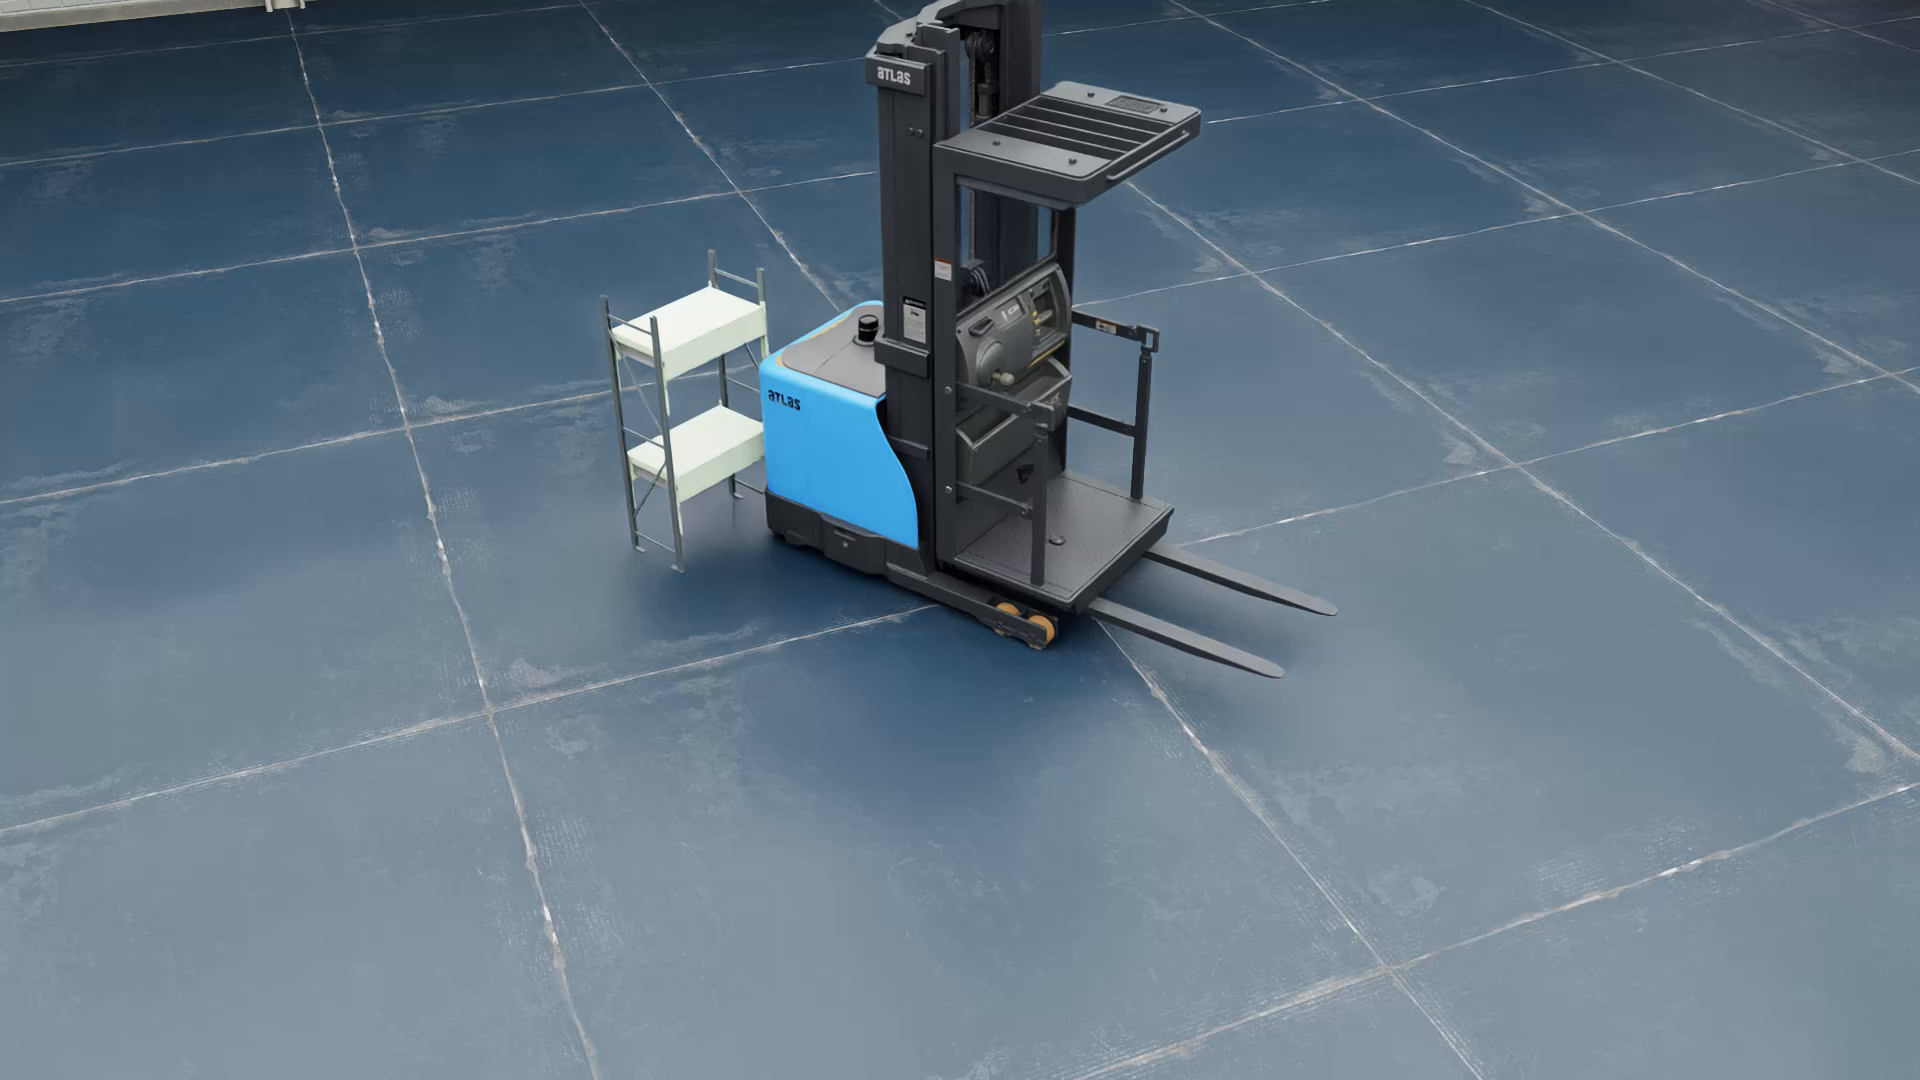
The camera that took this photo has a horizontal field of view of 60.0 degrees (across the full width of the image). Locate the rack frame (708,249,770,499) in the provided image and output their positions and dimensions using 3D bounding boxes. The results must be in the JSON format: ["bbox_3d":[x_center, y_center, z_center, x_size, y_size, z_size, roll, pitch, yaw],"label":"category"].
[{"bbox_3d":[-1.168,-0.831,9.070,0.400,1.500,0.023,24,40,32],"label":"rack frame"}]

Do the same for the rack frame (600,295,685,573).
[{"bbox_3d":[-1.634,-0.523,8.596,0.400,1.500,0.023,24,40,32],"label":"rack frame"}]

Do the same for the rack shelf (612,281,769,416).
[{"bbox_3d":[-1.401,-1.004,8.620,0.431,0.370,0.720,24,40,32],"label":"rack shelf"}]

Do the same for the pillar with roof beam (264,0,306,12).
[{"bbox_3d":[-5.674,-7.416,12.314,0.400,9.000,9.100,-13,35,-19],"label":"pillar with roof beam"}]

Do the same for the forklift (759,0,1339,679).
[{"bbox_3d":[0.441,-1.014,8.039,3.031,2.935,1.130,21,38,28],"label":"forklift"}]

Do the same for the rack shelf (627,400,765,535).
[{"bbox_3d":[-1.401,-0.404,9.011,0.431,0.370,0.720,24,40,32],"label":"rack shelf"}]

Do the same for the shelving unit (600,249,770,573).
[{"bbox_3d":[-1.401,-0.677,8.833,0.431,1.500,0.755,24,40,32],"label":"shelving unit"}]
